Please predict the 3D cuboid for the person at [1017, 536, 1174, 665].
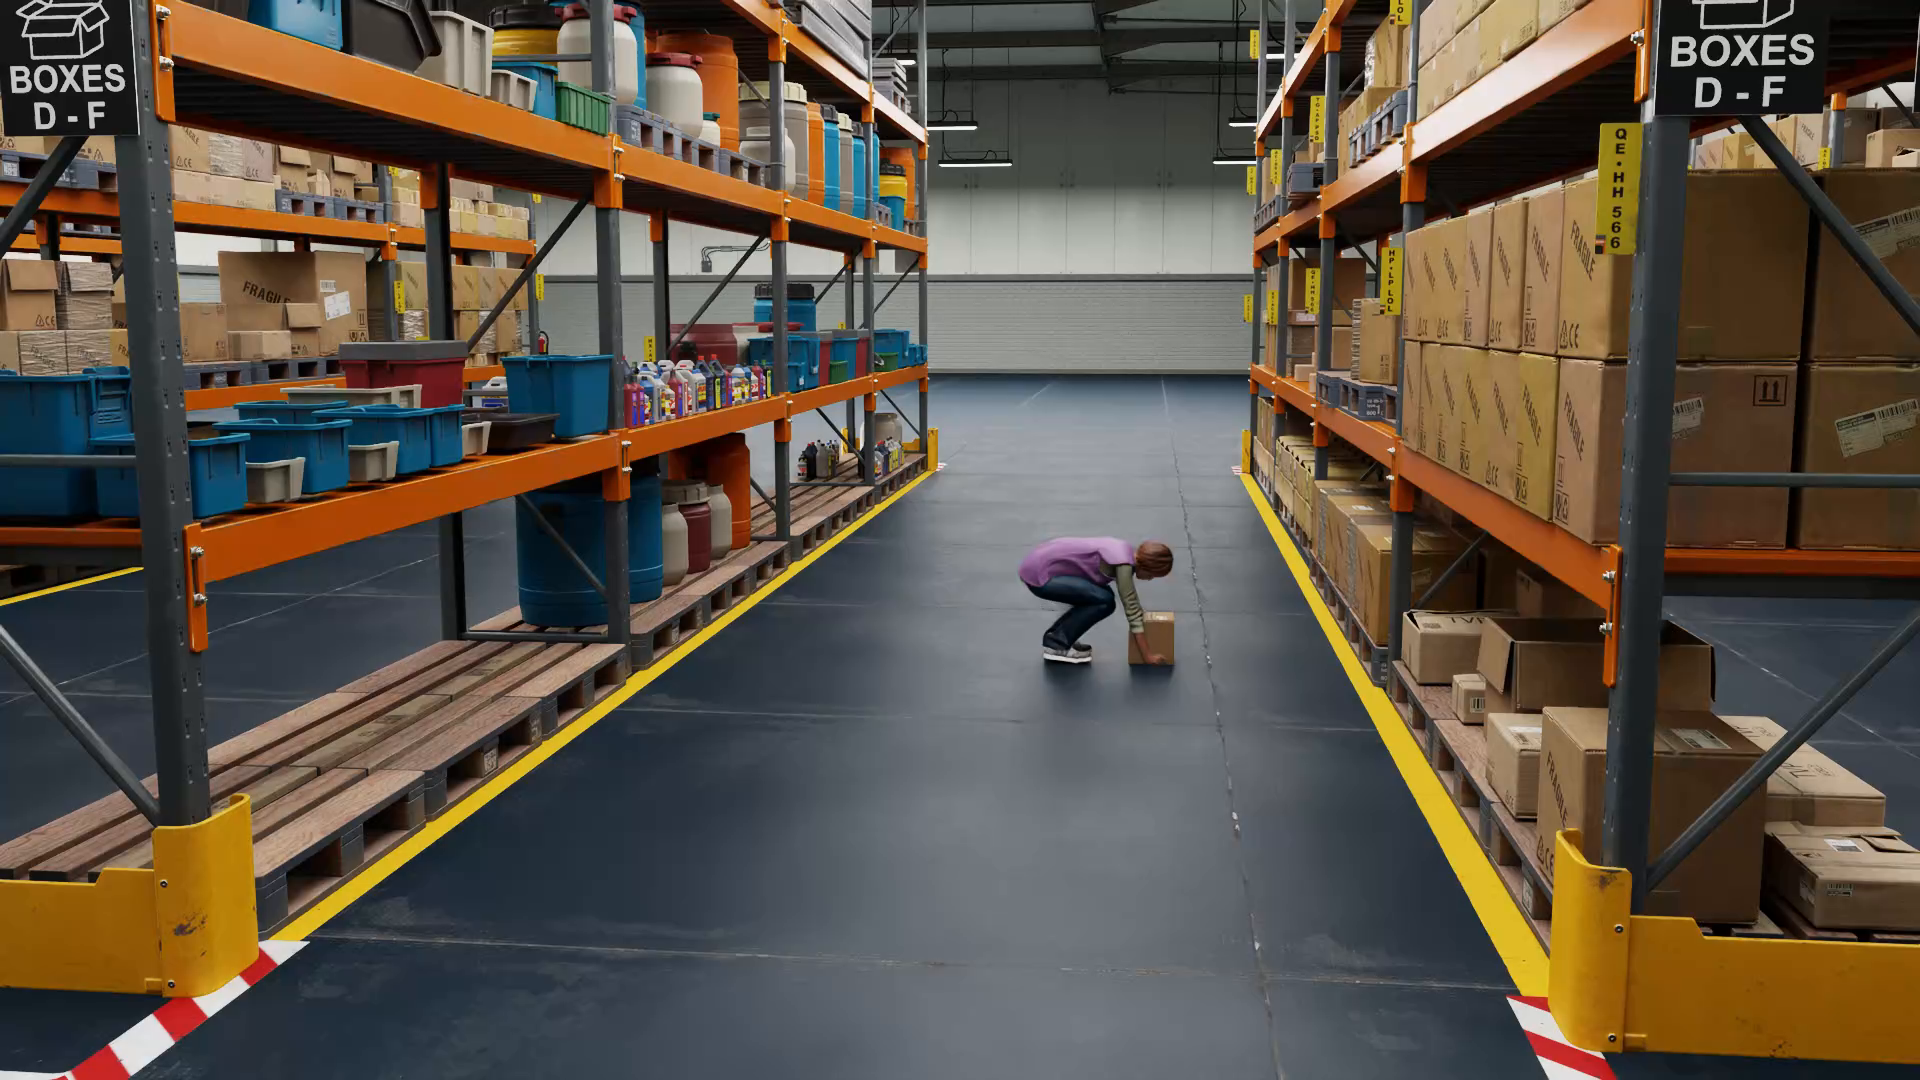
[{"bbox_3d":[0.754,0.341,9.298,0.868,0.715,0.419,1,8,5],"label":"person"}]
